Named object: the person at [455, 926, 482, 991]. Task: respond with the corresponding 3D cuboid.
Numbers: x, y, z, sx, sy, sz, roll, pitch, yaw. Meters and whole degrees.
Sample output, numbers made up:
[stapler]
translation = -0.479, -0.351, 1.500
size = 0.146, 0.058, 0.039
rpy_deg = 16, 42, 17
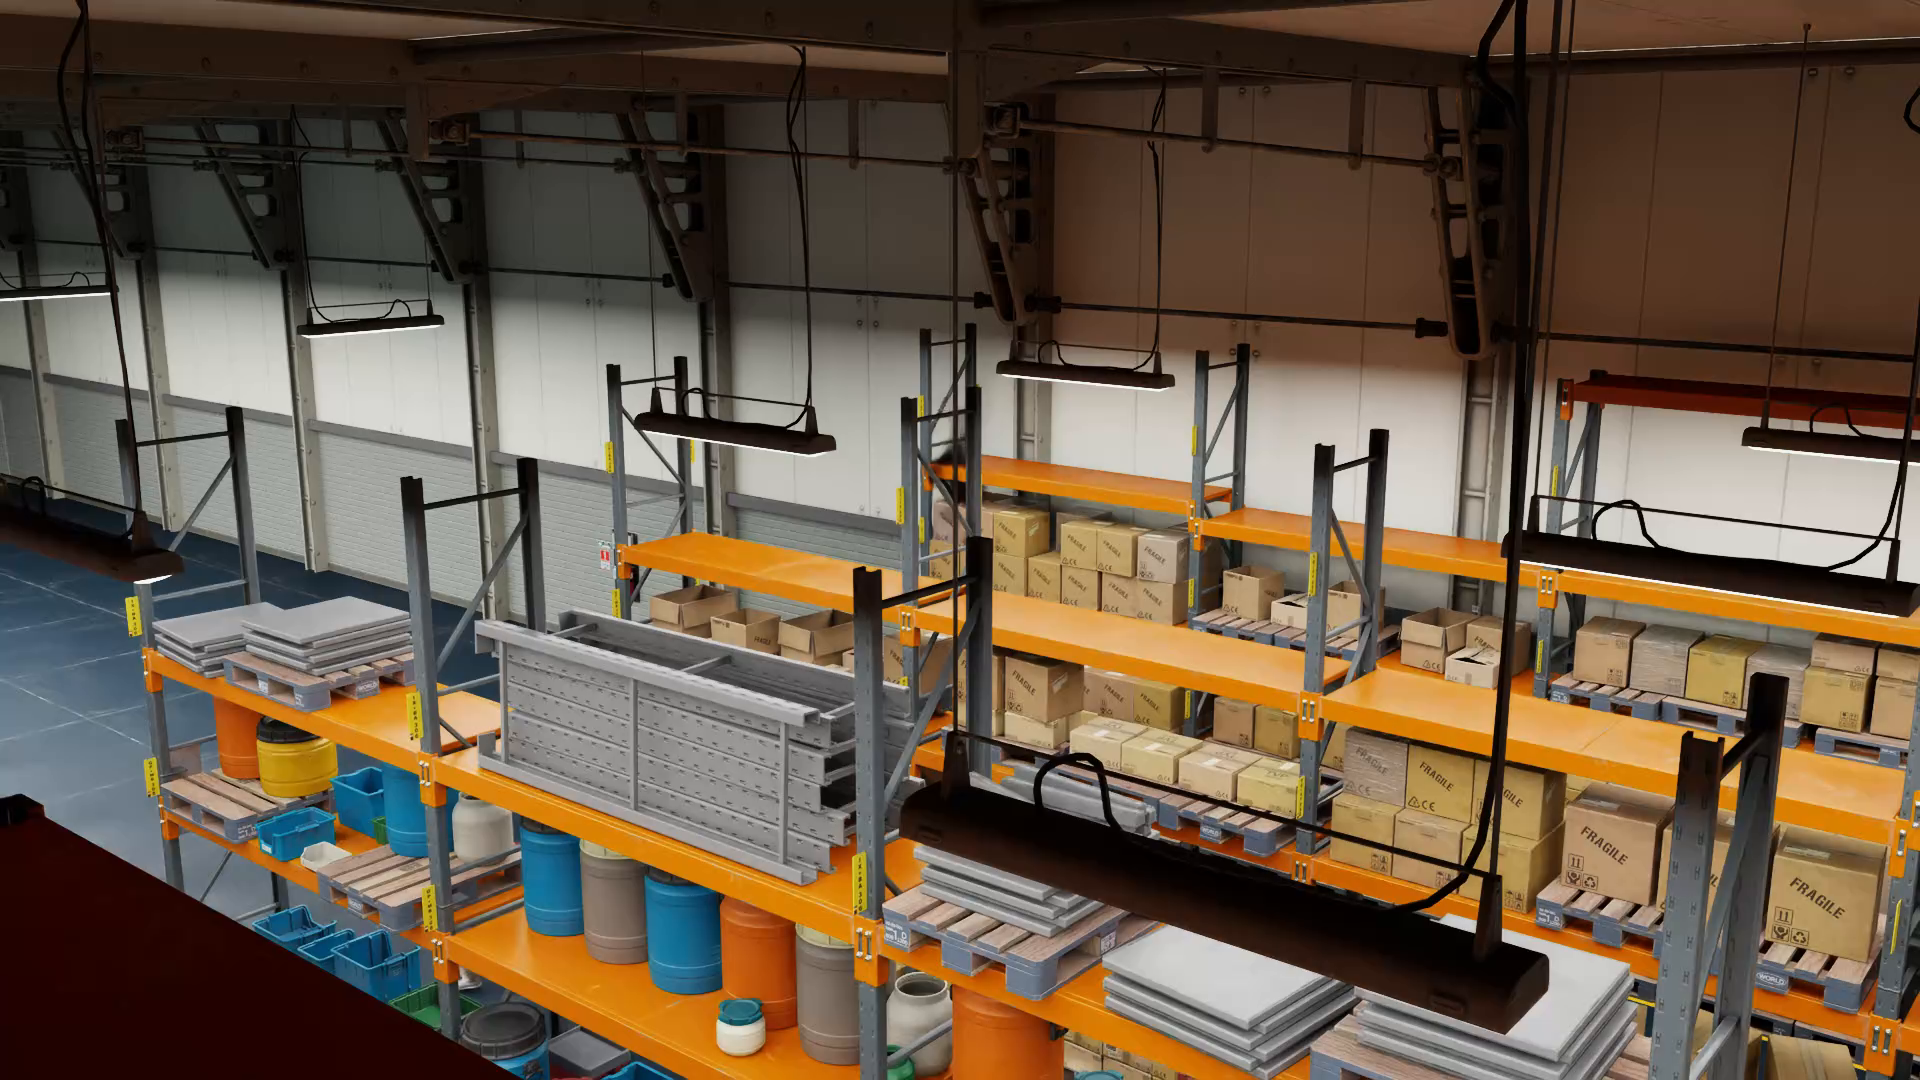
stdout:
[person]
translation = -4.847, 3.652, 16.282
size = 0.567, 1.678, 0.683
rpy_deg = 0, 13, 2
